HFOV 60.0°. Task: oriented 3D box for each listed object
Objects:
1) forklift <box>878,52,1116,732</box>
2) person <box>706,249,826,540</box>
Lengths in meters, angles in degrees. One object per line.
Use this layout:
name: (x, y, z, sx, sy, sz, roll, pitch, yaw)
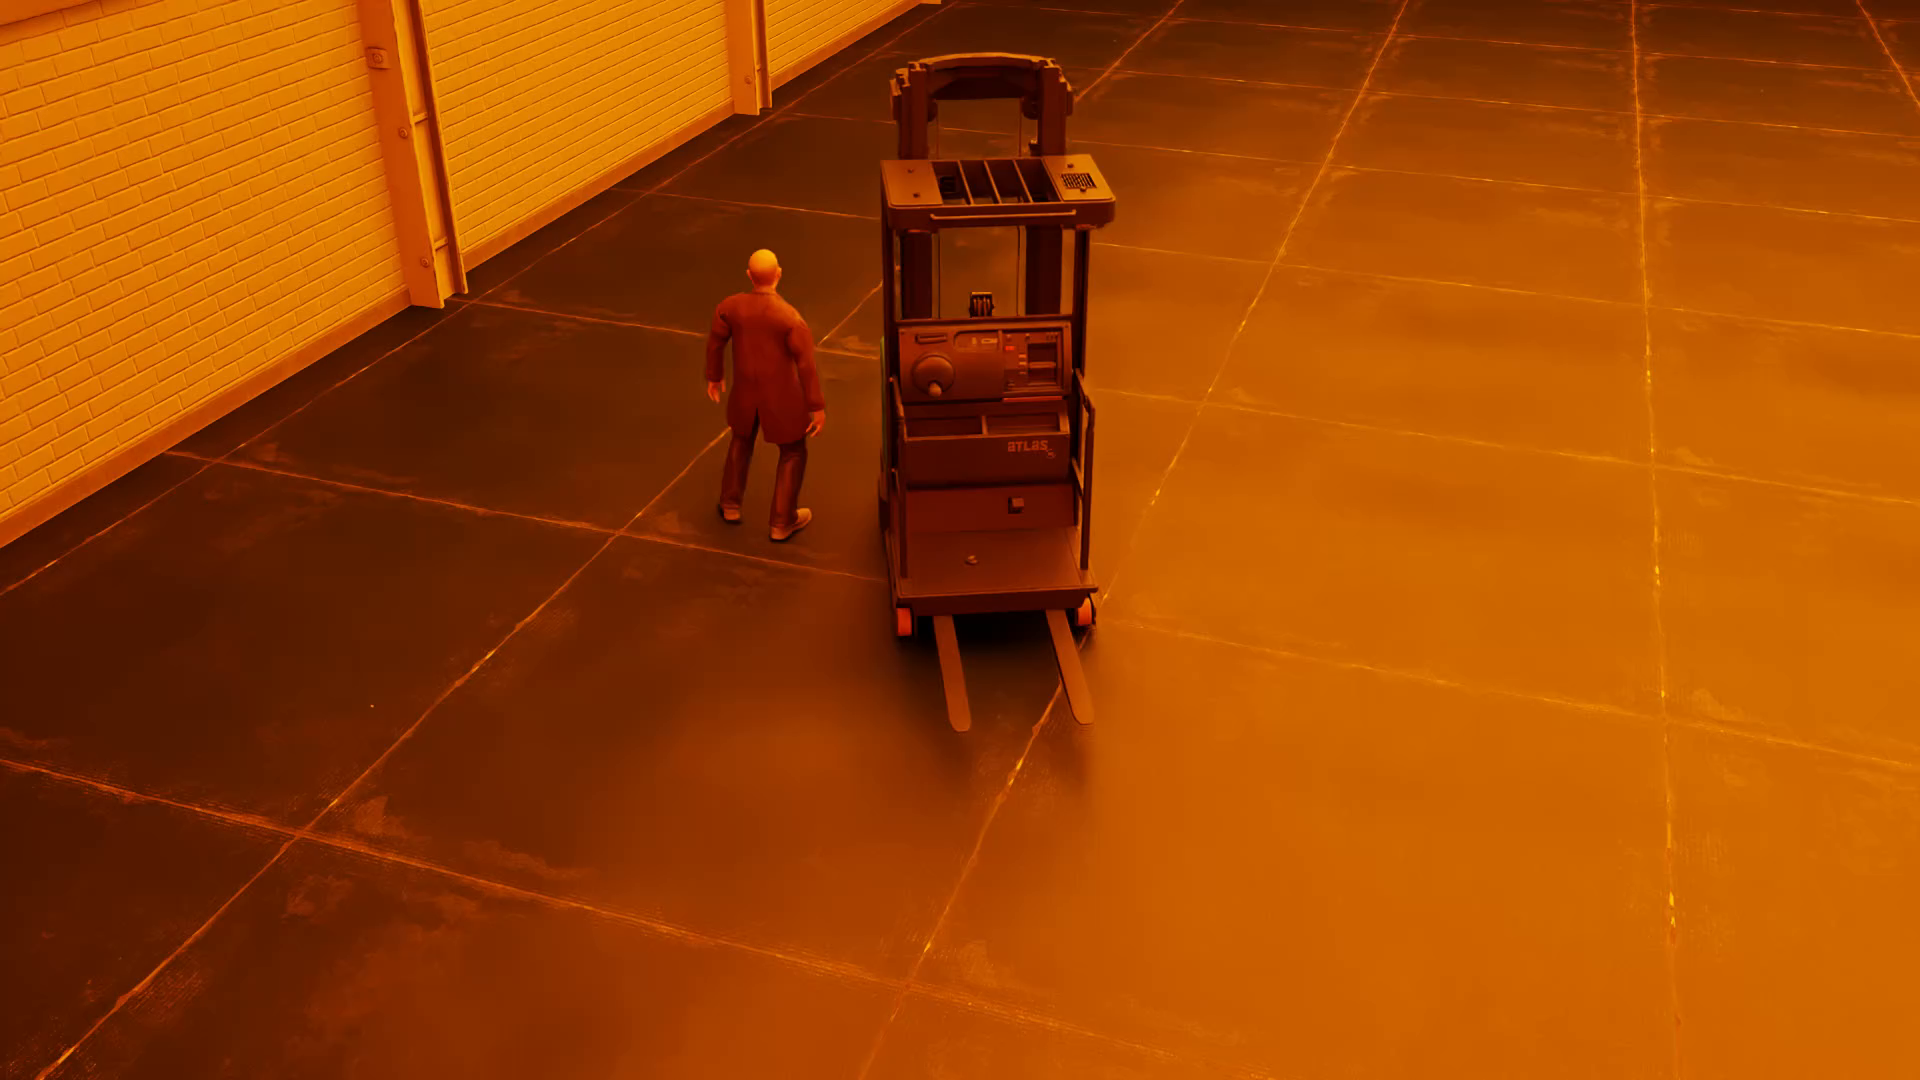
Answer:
forklift: (0.161, -0.918, 8.746, 1.130, 2.935, 3.031, -3, 30, -5)
person: (-1.156, -0.865, 9.850, 0.878, 1.751, 0.409, 11, 32, 19)
